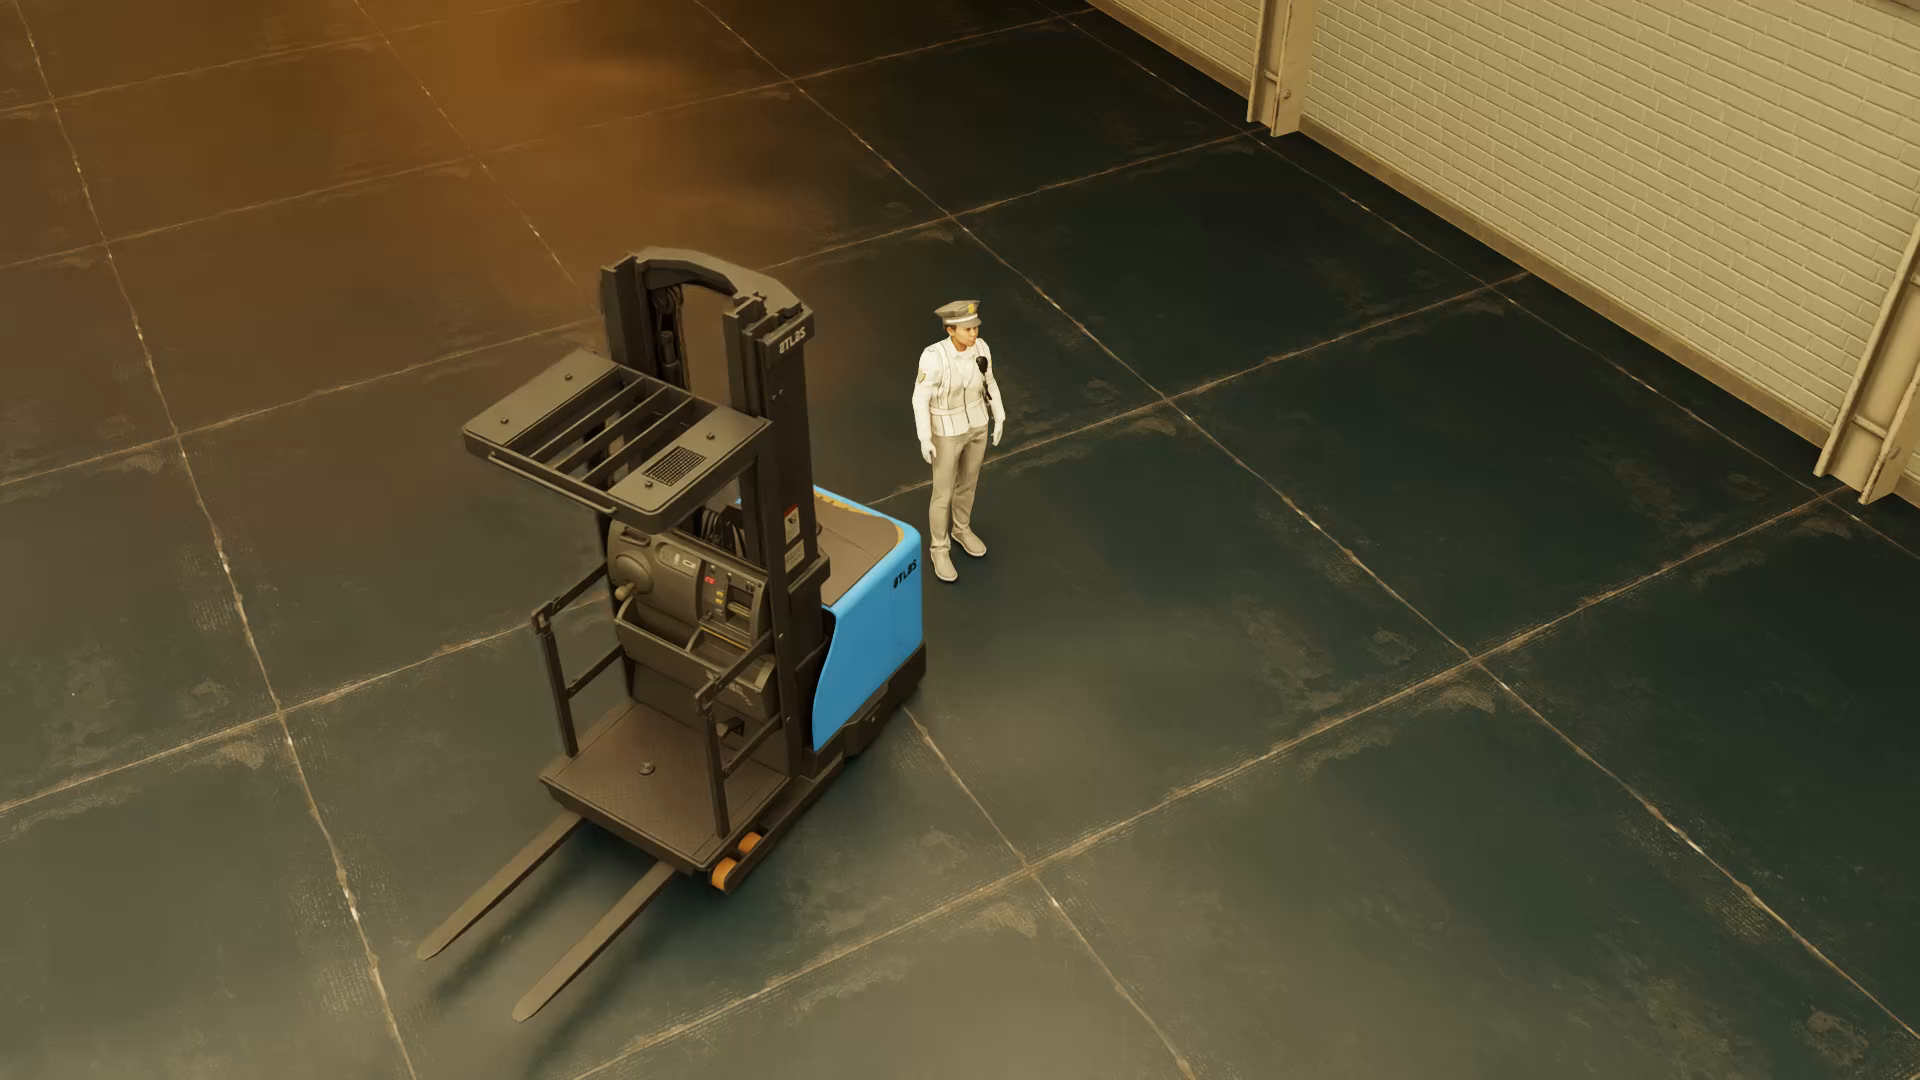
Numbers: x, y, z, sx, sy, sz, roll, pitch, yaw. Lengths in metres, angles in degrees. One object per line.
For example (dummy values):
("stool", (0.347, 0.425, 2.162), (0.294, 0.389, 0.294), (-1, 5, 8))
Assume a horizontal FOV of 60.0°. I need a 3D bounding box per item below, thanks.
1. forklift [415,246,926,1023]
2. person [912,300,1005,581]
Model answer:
("forklift", (-1.413, 0.264, 7.718), (1.130, 2.935, 3.031), (22, 45, 25))
("person", (0.033, -0.612, 9.732), (0.587, 1.694, 0.511), (-20, 44, -23))
